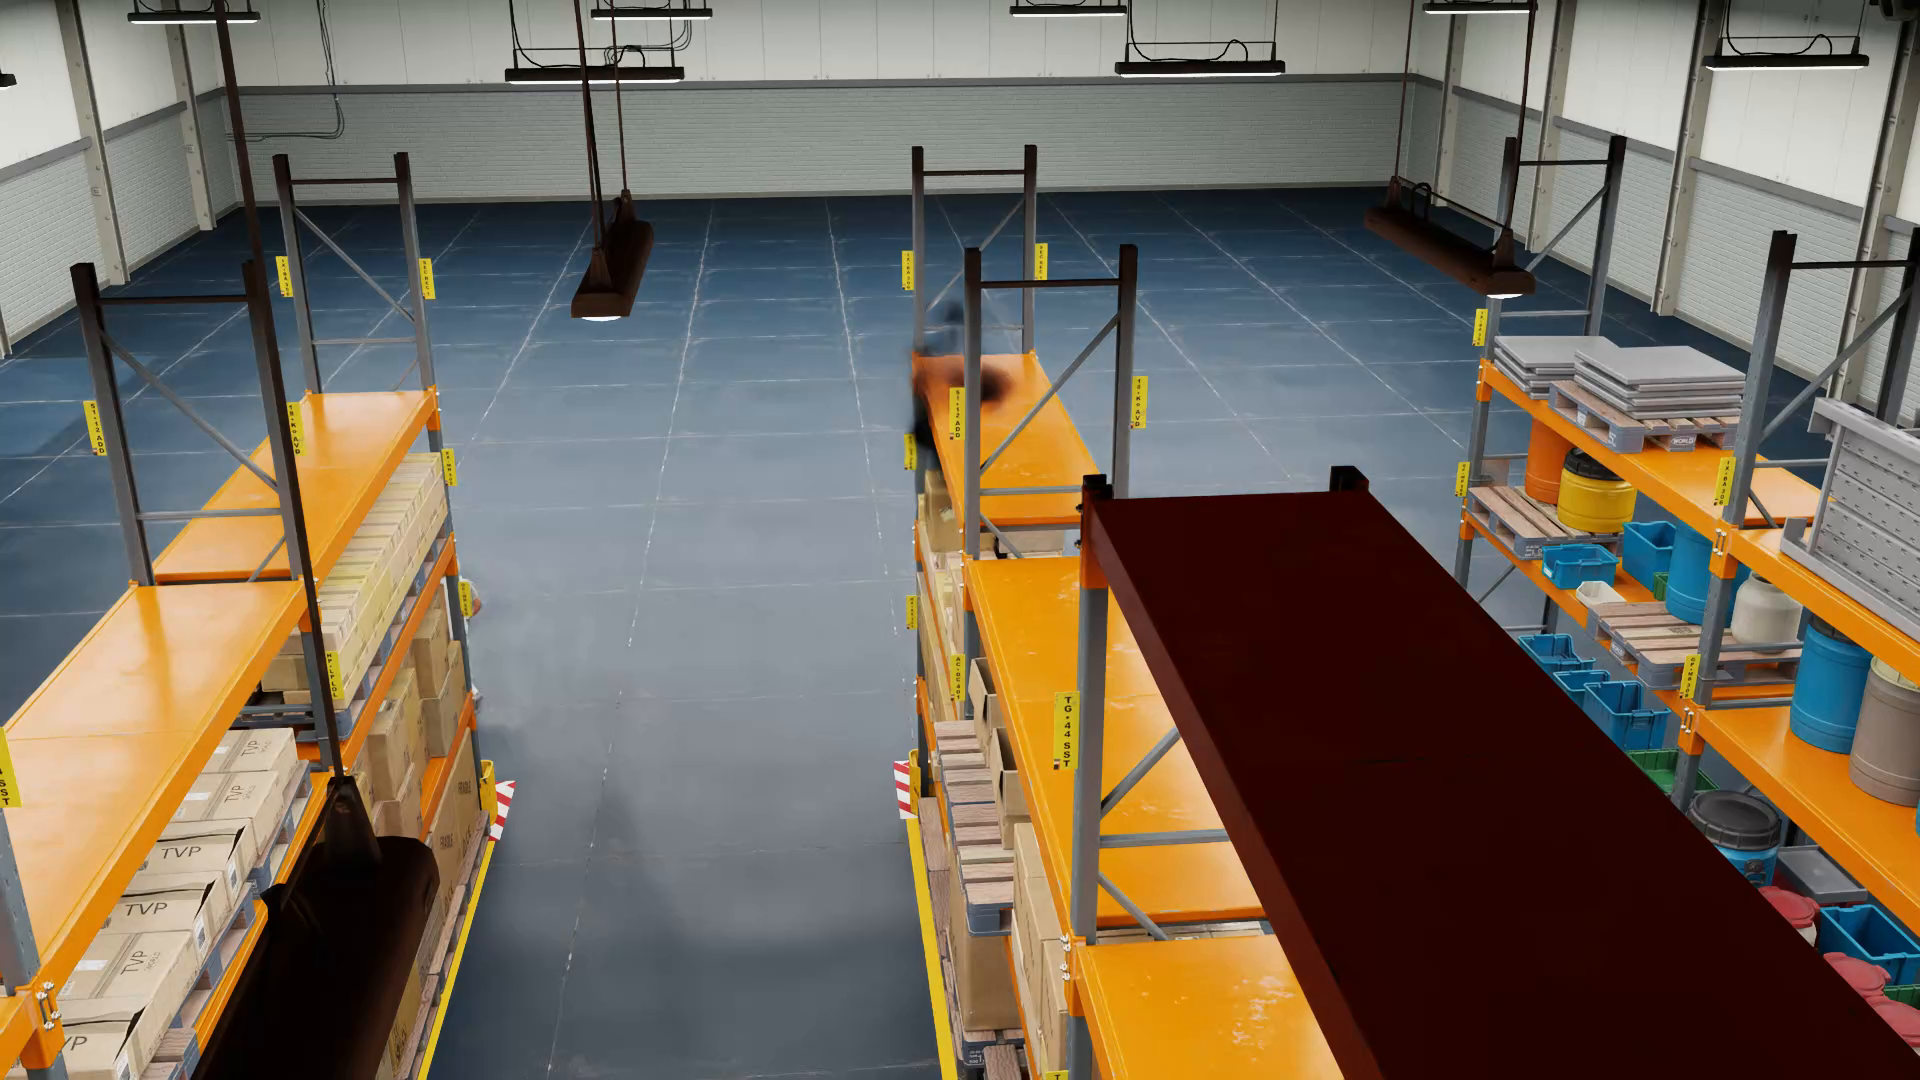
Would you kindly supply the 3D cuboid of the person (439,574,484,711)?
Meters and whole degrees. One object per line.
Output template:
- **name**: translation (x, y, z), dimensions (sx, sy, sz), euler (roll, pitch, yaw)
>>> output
- **person**: translation (-5.123, 0.988, 16.727), dimensions (0.670, 1.784, 0.823), euler (-19, 28, -39)
